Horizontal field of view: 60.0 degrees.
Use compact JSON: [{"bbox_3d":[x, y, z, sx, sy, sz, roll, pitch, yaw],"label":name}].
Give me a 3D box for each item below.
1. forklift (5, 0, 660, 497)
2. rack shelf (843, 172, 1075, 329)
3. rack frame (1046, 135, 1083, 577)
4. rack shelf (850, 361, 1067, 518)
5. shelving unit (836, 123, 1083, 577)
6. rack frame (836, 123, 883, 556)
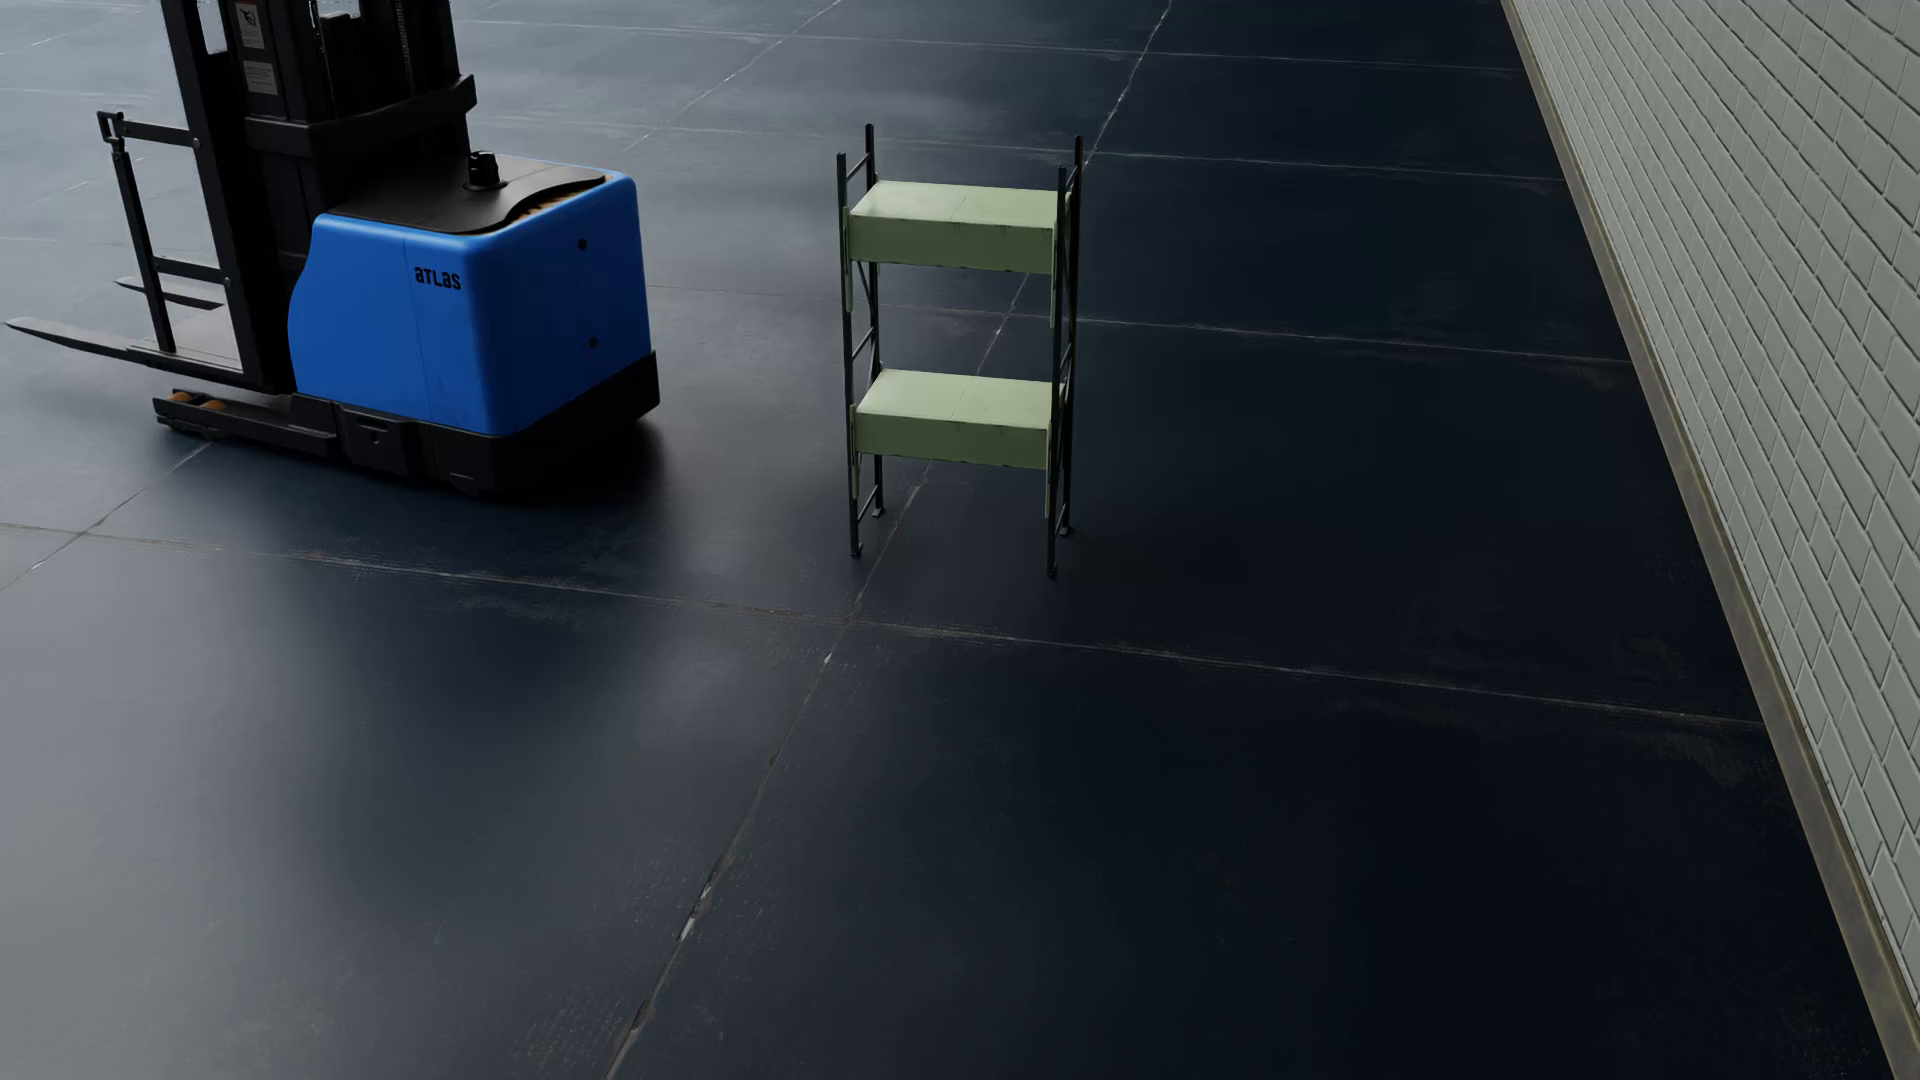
[{"bbox_3d":[-2.856,-1.921,6.706,3.031,2.935,1.130,13,31,22],"label":"forklift"},{"bbox_3d":[0.007,-1.000,5.701,0.720,0.370,0.431,6,29,11],"label":"rack shelf"},{"bbox_3d":[0.364,-0.620,5.822,0.023,1.500,0.400,6,29,11],"label":"rack frame"},{"bbox_3d":[0.007,-0.371,6.045,0.720,0.370,0.431,6,29,11],"label":"rack shelf"},{"bbox_3d":[0.007,-0.657,5.889,0.755,1.500,0.431,6,29,11],"label":"shelving unit"},{"bbox_3d":[-0.351,-0.694,5.956,0.023,1.500,0.400,6,29,11],"label":"rack frame"}]
